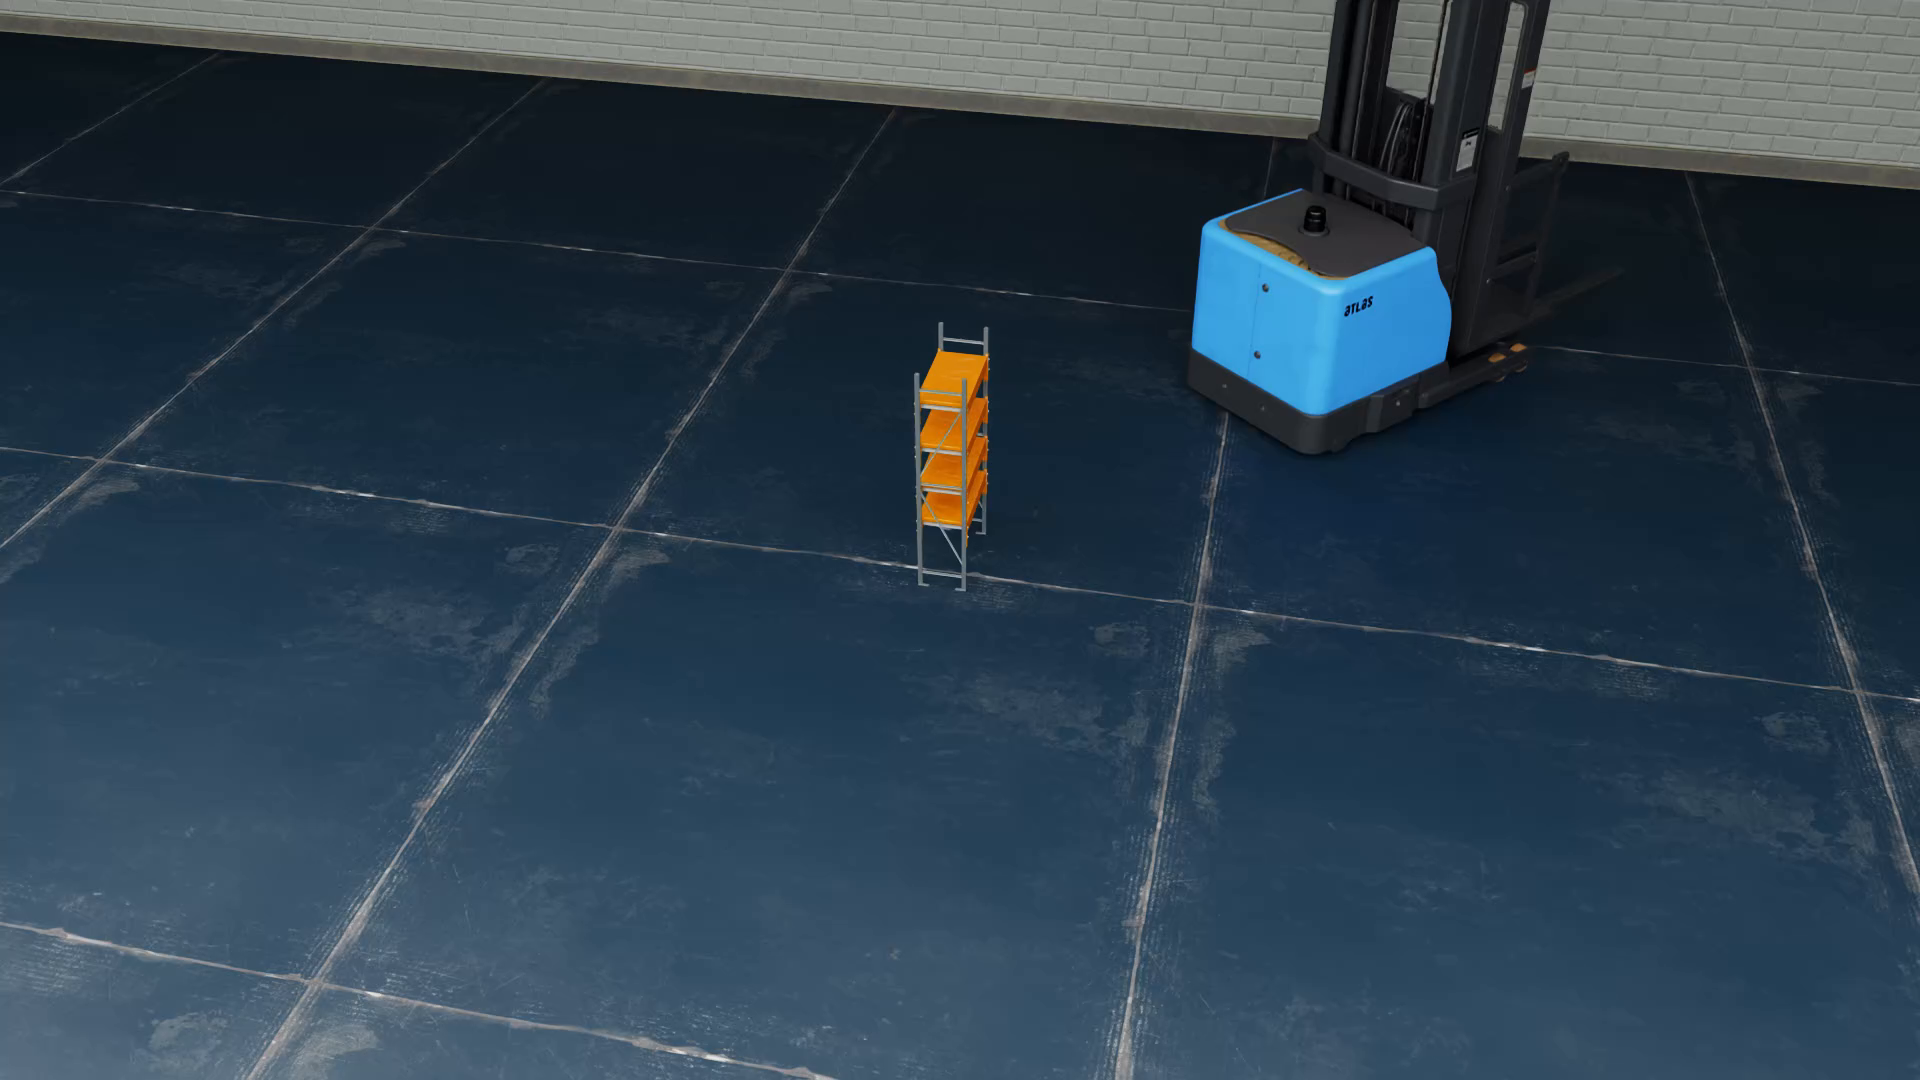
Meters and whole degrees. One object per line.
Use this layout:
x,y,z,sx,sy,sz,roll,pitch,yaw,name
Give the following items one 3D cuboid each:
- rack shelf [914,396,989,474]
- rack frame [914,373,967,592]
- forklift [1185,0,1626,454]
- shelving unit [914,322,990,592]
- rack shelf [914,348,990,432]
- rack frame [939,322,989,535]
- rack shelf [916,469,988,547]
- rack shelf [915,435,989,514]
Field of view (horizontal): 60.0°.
-0.035,-0.518,7.945,0.258,0.148,0.480,7,37,10,rack shelf
-0.087,-0.251,7.844,0.240,1.200,0.015,7,37,10,rack frame
2.796,-2.345,9.258,3.031,2.935,1.130,-24,42,-29,forklift
-0.035,-0.391,8.037,0.258,1.200,0.503,7,37,10,shelving unit
-0.035,-0.709,7.806,0.258,0.148,0.480,7,37,10,rack shelf
0.017,-0.531,8.230,0.240,1.200,0.015,7,37,10,rack frame
-0.035,-0.176,8.193,0.258,0.148,0.480,7,37,10,rack shelf
-0.035,-0.336,8.077,0.258,0.148,0.480,7,37,10,rack shelf
